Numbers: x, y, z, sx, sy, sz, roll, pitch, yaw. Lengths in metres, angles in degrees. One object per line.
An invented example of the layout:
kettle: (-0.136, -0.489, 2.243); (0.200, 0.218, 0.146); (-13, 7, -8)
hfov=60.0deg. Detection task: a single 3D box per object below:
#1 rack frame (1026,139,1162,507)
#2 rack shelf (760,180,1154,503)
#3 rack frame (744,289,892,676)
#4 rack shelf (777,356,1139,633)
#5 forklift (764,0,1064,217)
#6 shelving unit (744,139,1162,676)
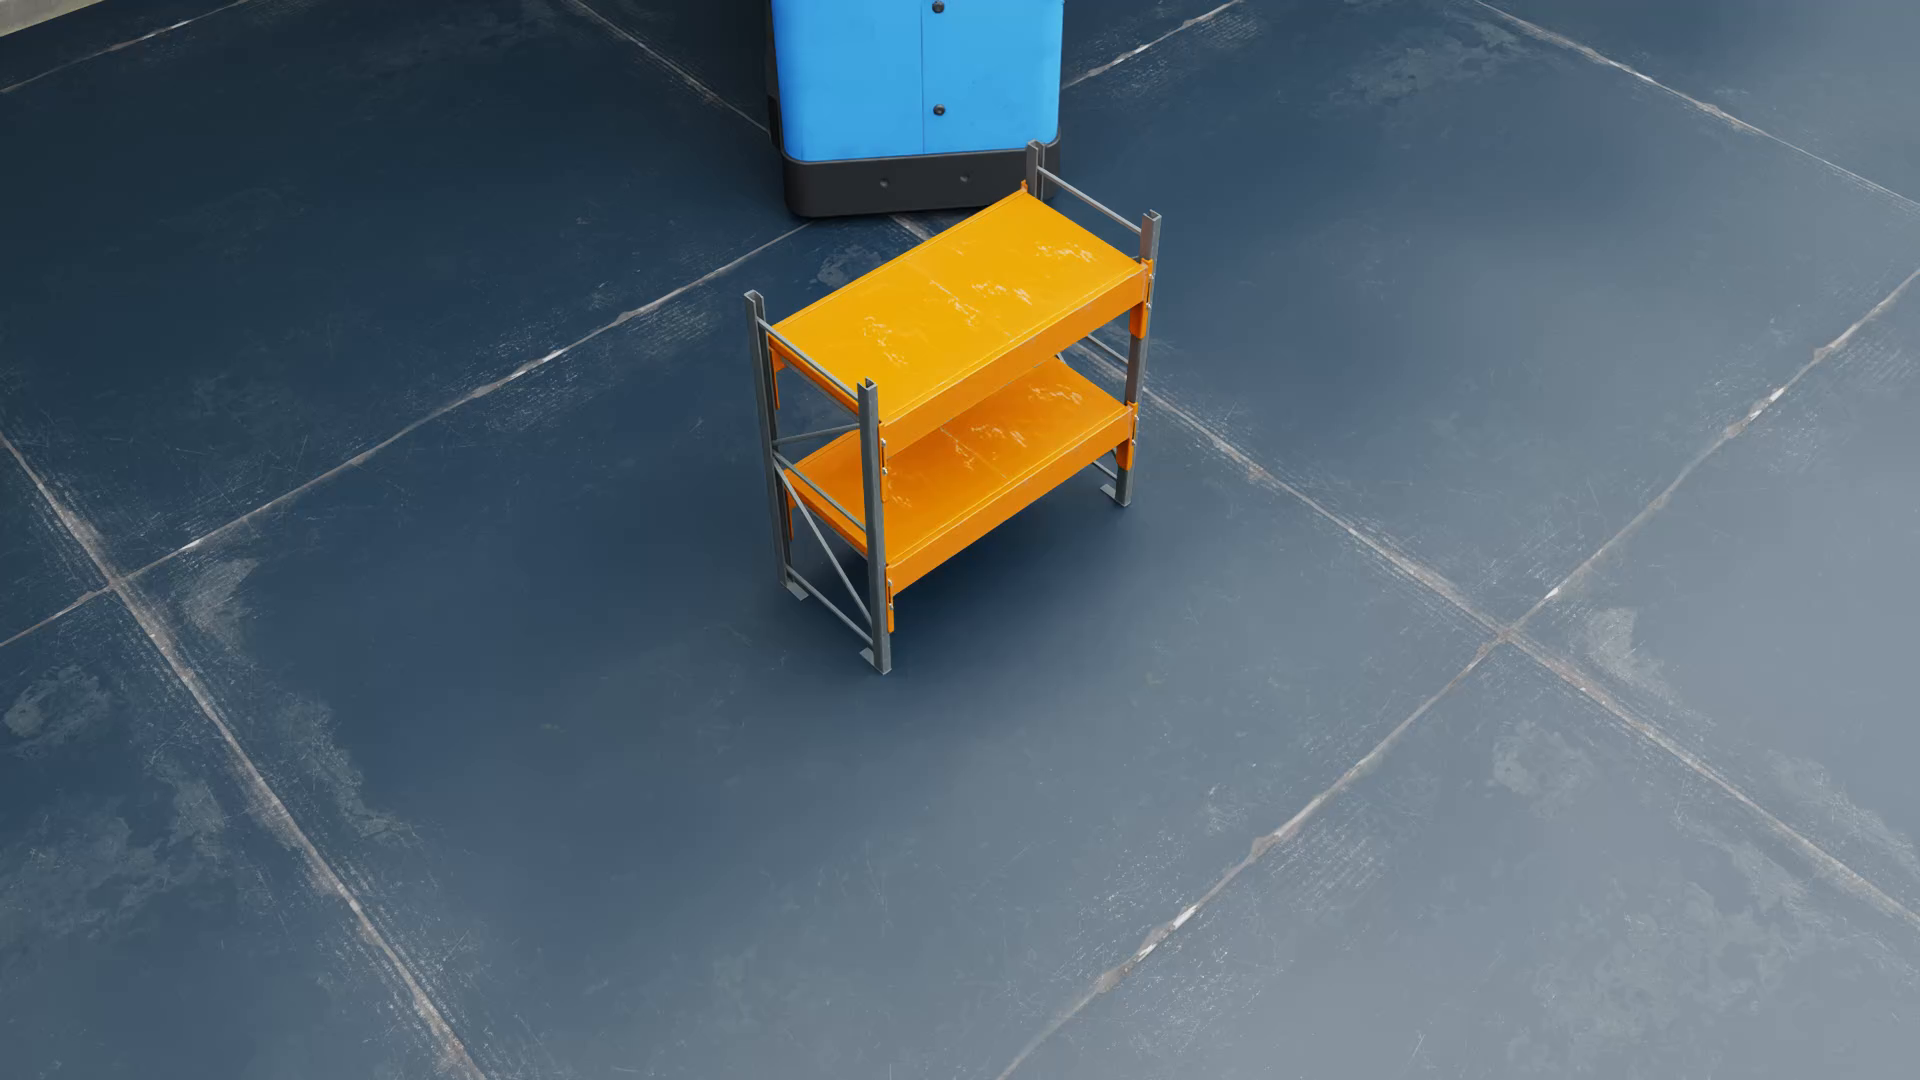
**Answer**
rack frame: (0.371, -0.629, 5.065); (0.032, 1.125, 0.500); (-34, 56, -27)
rack shelf: (-0.005, -0.577, 4.618); (1.000, 0.278, 0.538); (-34, 56, -27)
rack frame: (-0.381, -0.127, 4.602); (0.032, 1.125, 0.500); (-34, 56, -27)
rack shelf: (-0.005, -0.212, 5.013); (1.000, 0.278, 0.538); (-34, 56, -27)
forklift: (-0.297, -3.303, 6.303); (1.130, 2.935, 3.031); (-5, 47, -4)
shelving unit: (-0.005, -0.378, 4.834); (1.048, 1.125, 0.538); (-34, 56, -27)
